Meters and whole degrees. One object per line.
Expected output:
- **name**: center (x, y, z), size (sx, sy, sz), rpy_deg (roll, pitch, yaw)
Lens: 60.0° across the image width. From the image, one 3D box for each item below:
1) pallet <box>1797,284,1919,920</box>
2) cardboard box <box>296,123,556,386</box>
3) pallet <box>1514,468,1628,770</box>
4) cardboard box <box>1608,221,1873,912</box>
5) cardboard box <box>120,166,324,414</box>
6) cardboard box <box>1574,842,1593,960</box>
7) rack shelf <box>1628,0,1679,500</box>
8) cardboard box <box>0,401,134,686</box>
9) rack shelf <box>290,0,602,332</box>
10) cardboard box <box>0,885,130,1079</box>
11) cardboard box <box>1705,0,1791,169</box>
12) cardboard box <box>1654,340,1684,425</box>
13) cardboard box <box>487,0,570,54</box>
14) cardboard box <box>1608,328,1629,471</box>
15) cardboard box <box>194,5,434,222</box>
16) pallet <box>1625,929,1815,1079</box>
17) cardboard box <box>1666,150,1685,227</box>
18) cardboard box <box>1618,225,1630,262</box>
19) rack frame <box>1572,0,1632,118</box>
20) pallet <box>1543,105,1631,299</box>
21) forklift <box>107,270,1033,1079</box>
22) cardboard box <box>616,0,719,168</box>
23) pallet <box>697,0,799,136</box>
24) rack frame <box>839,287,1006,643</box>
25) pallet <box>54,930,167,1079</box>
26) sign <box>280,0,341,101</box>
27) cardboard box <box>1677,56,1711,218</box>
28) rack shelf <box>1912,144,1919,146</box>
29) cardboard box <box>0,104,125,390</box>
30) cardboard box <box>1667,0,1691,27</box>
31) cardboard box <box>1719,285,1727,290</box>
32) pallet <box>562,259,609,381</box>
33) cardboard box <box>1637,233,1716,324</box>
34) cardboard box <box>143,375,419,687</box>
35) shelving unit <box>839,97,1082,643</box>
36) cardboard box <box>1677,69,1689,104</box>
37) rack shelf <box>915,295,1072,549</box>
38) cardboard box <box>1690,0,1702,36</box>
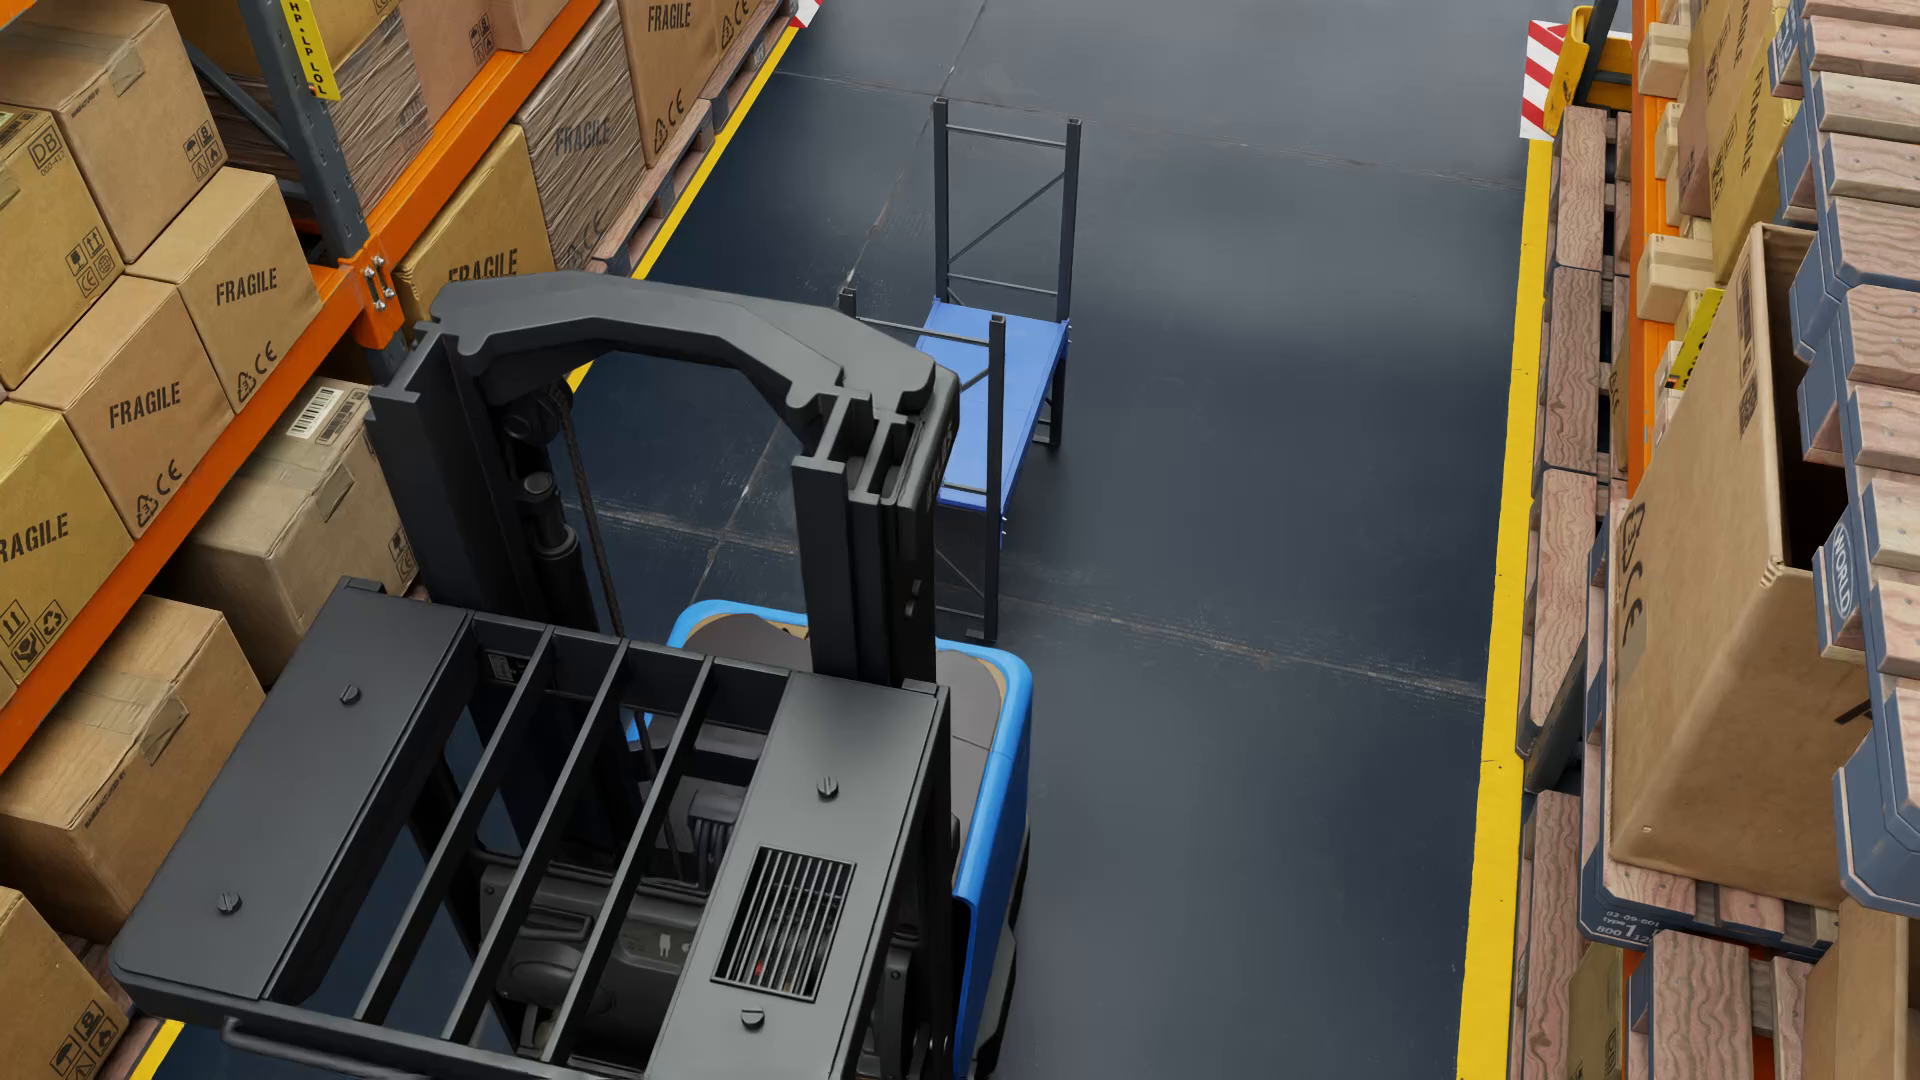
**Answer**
- **pallet**: center (1.830, 0.146, 2.245), size (1.213, 0.211, 1.003), rpy_deg (12, 50, 10)
- **cardboard box**: center (-2.160, -1.029, 6.294), size (0.875, 0.875, 0.875), rpy_deg (12, 50, 11)
- **pallet**: center (2.508, 0.330, 5.818), size (1.003, 0.211, 1.213), rpy_deg (12, 50, 10)
- **cardboard box**: center (2.021, 0.110, 3.472), size (1.000, 1.000, 1.000), rpy_deg (12, 50, 10)
- **cardboard box**: center (-2.272, -0.755, 4.849), size (0.500, 0.500, 0.500), rpy_deg (11, 50, 10)
- **cardboard box**: center (2.183, 1.022, 4.722), size (0.700, 0.500, 0.500), rpy_deg (8, 49, 7)
- **rack shelf**: center (2.892, -1.308, 5.884), size (1.077, 0.370, 4.000), rpy_deg (12, 50, 10)
- **cardboard box**: center (-2.538, -0.024, 4.204), size (0.500, 0.500, 0.500), rpy_deg (12, 50, 10)
- **rack shelf**: center (-1.867, -2.360, 6.812), size (1.077, 0.370, 4.000), rpy_deg (12, 50, 10)
- **cardboard box**: center (-2.972, 1.291, 4.330), size (1.050, 0.750, 0.750), rpy_deg (12, 50, 11)
- **cardboard box**: center (2.349, -1.304, 4.468), size (0.500, 0.500, 0.500), rpy_deg (12, 50, 10)
- **cardboard box**: center (2.213, -0.409, 4.778), size (0.380, 0.149, 0.250), rpy_deg (12, 50, 10)
- **cardboard box**: center (-1.929, -2.240, 6.127), size (0.875, 0.550, 0.550), rpy_deg (12, 50, 10)
- **cardboard box**: center (2.740, -0.573, 6.143), size (0.500, 0.500, 0.500), rpy_deg (8, 49, 7)
- **cardboard box**: center (-2.307, -1.471, 5.447), size (0.875, 0.550, 0.550), rpy_deg (12, 50, 10)
- **pallet**: center (1.794, 1.417, 3.127), size (1.003, 0.211, 1.213), rpy_deg (12, 50, 10)
- **cardboard box**: center (2.515, -1.125, 5.409), size (0.380, 0.149, 0.250), rpy_deg (12, 50, 10)
- **cardboard box**: center (3.113, -1.417, 6.887), size (0.500, 0.500, 0.500), rpy_deg (24, 53, 20)
- **rack frame**: center (3.418, -2.993, 6.891), size (1.000, 3.000, 0.127), rpy_deg (12, 50, 10)
- **pallet**: center (3.150, -1.435, 7.376), size (1.003, 0.211, 1.213), rpy_deg (12, 50, 10)
- **forklift**: center (-0.611, 1.053, 3.366), size (1.130, 2.935, 3.031), rpy_deg (10, 49, 8)
- **cardboard box**: center (-1.685, -2.341, 7.452), size (0.875, 0.875, 0.875), rpy_deg (11, 49, 9)
- **pallet**: center (-1.475, -2.529, 8.341), size (1.003, 0.211, 1.213), rpy_deg (12, 50, 10)
- **rack frame**: center (-0.111, -0.190, 5.418), size (0.500, 1.500, 0.032), rpy_deg (12, 50, 10)
- **pallet**: center (-2.843, 1.229, 5.024), size (1.003, 0.211, 1.213), rpy_deg (12, 50, 10)
- **sign**: center (-1.867, -1.409, 4.773), size (0.100, 0.325, 0.005), rpy_deg (12, 50, 10)
- **cardboard box**: center (2.744, -1.281, 5.115), size (0.875, 0.500, 0.500), rpy_deg (12, 50, 10)
- **rack shelf**: center (1.839, 0.592, 2.206), size (1.077, 0.370, 4.000), rpy_deg (12, 50, 10)
- **cardboard box**: center (-2.651, -0.783, 4.207), size (0.700, 0.500, 0.500), rpy_deg (11, 49, 9)
- **cardboard box**: center (2.791, -1.845, 6.046), size (0.380, 0.149, 0.250), rpy_deg (12, 50, 10)
- **cardboard box**: center (2.544, -0.545, 4.465), size (0.875, 0.500, 0.500), rpy_deg (12, 50, 10)
- **pallet**: center (-2.117, -0.764, 6.783), size (1.003, 0.211, 1.213), rpy_deg (12, 50, 10)
- **cardboard box**: center (2.295, -0.781, 5.106), size (0.380, 0.149, 0.250), rpy_deg (12, 50, 10)
- **cardboard box**: center (-2.470, -0.080, 5.540), size (1.050, 0.750, 0.750), rpy_deg (11, 50, 10)
- **shelving unit**: center (0.022, -0.558, 5.742), size (0.538, 1.500, 1.048), rpy_deg (12, 50, 10)
- **cardboard box**: center (2.687, -1.478, 5.721), size (0.380, 0.149, 0.250), rpy_deg (12, 50, 10)
- **rack shelf**: center (0.022, -0.439, 5.877), size (0.538, 0.185, 1.000), rpy_deg (12, 50, 10)
- **cardboard box**: center (3.058, -1.994, 5.744), size (0.875, 0.500, 0.500), rpy_deg (12, 50, 10)
